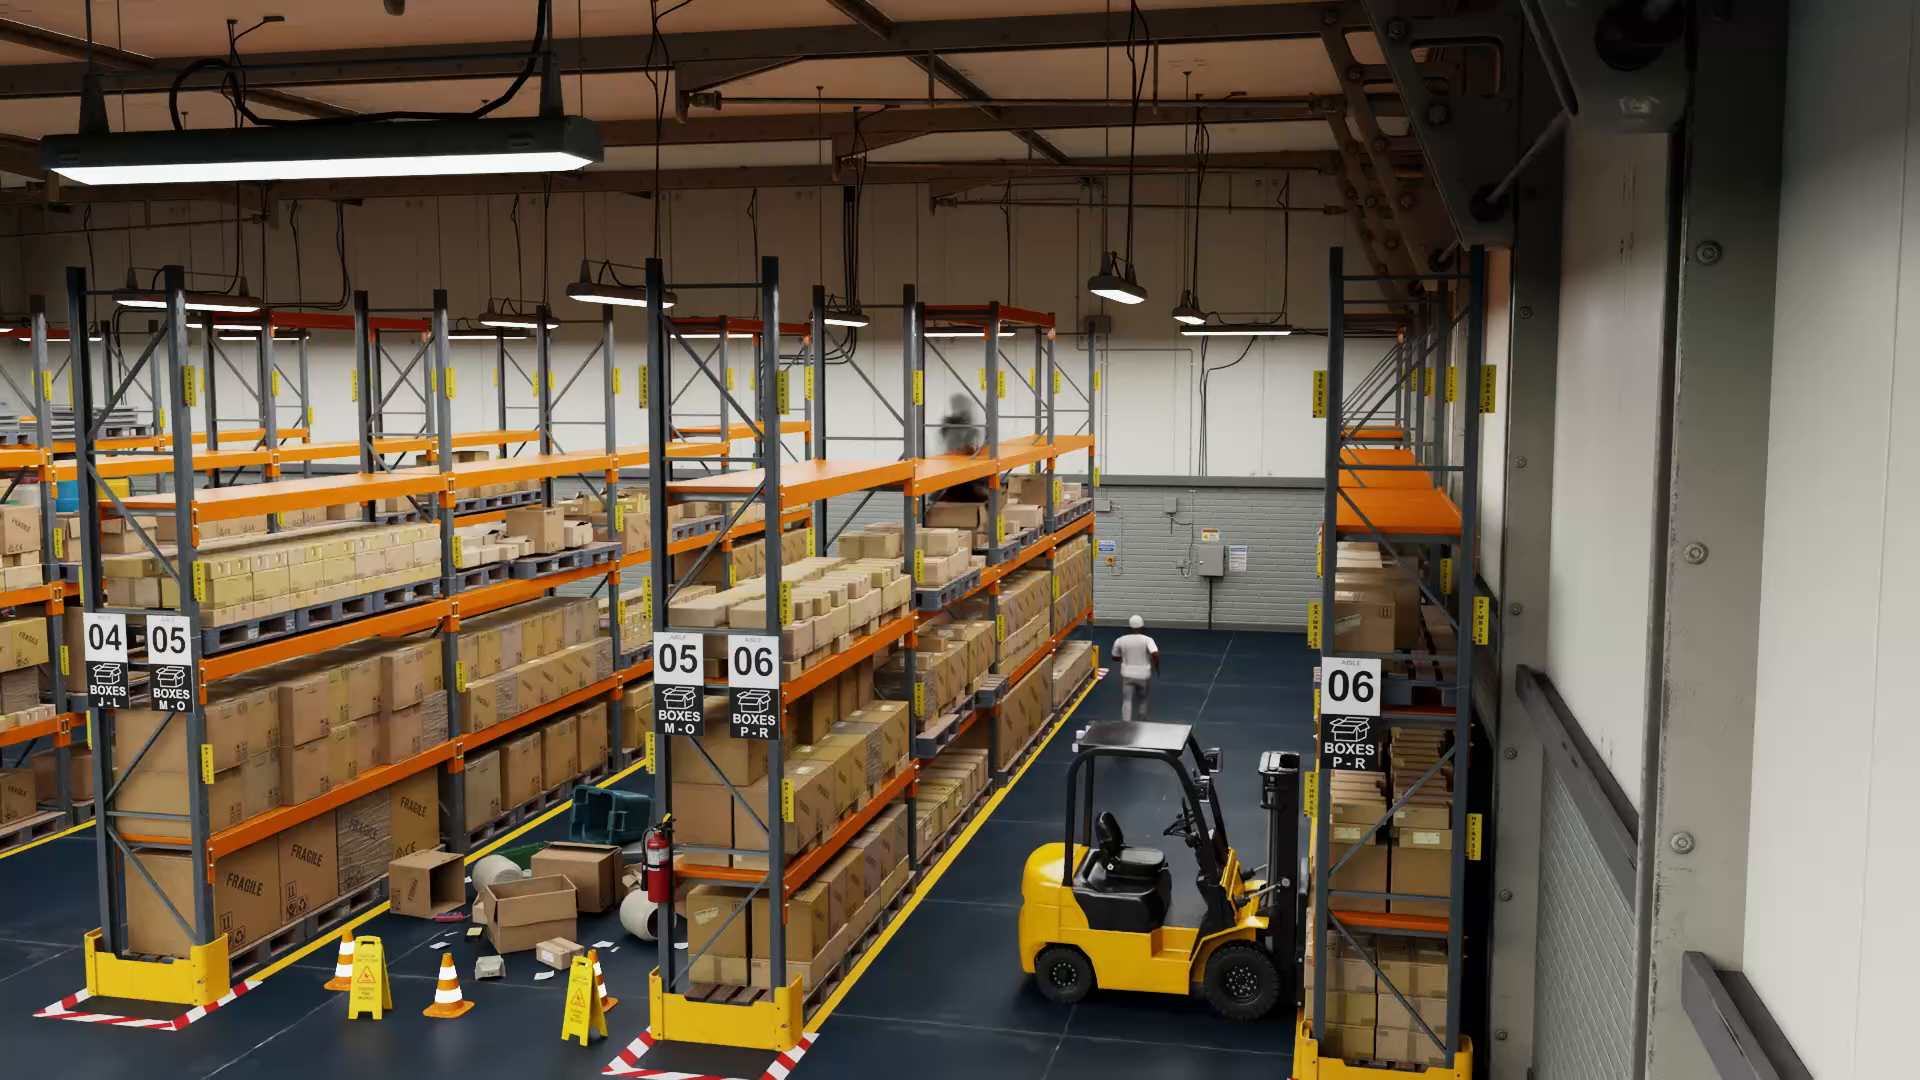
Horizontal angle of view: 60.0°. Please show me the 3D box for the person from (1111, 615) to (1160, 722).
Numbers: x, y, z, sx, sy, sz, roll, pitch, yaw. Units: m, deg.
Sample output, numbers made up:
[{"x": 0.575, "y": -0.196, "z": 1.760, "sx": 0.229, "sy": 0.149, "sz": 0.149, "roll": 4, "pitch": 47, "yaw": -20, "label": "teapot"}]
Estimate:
[{"x": 2.450, "y": 1.914, "z": 23.194, "sx": 0.699, "sy": 1.756, "sz": 0.988, "roll": 1, "pitch": 6, "yaw": 11, "label": "person"}]
